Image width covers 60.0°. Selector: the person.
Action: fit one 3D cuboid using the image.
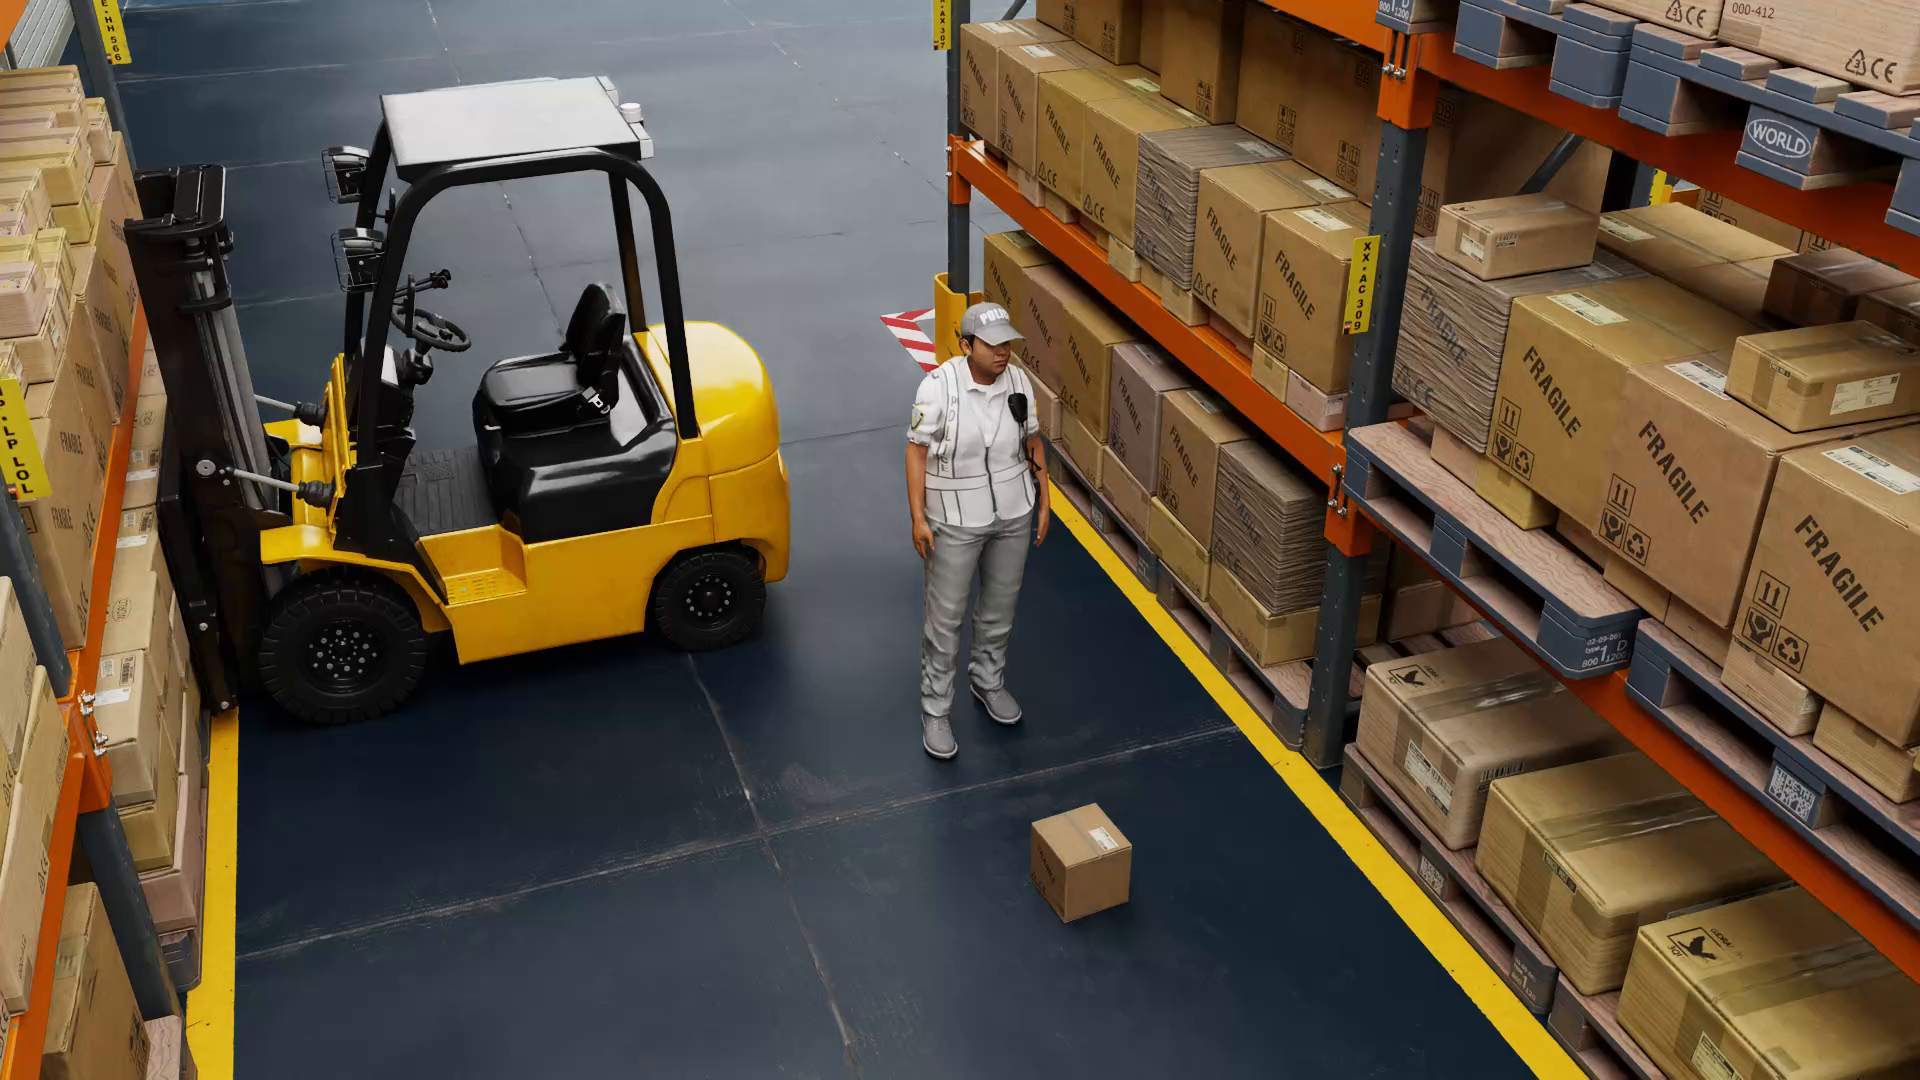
[{"bbox_3d":[0.082,-0.050,6.192,0.598,1.670,0.529,-11,32,-18],"label":"person"}]
